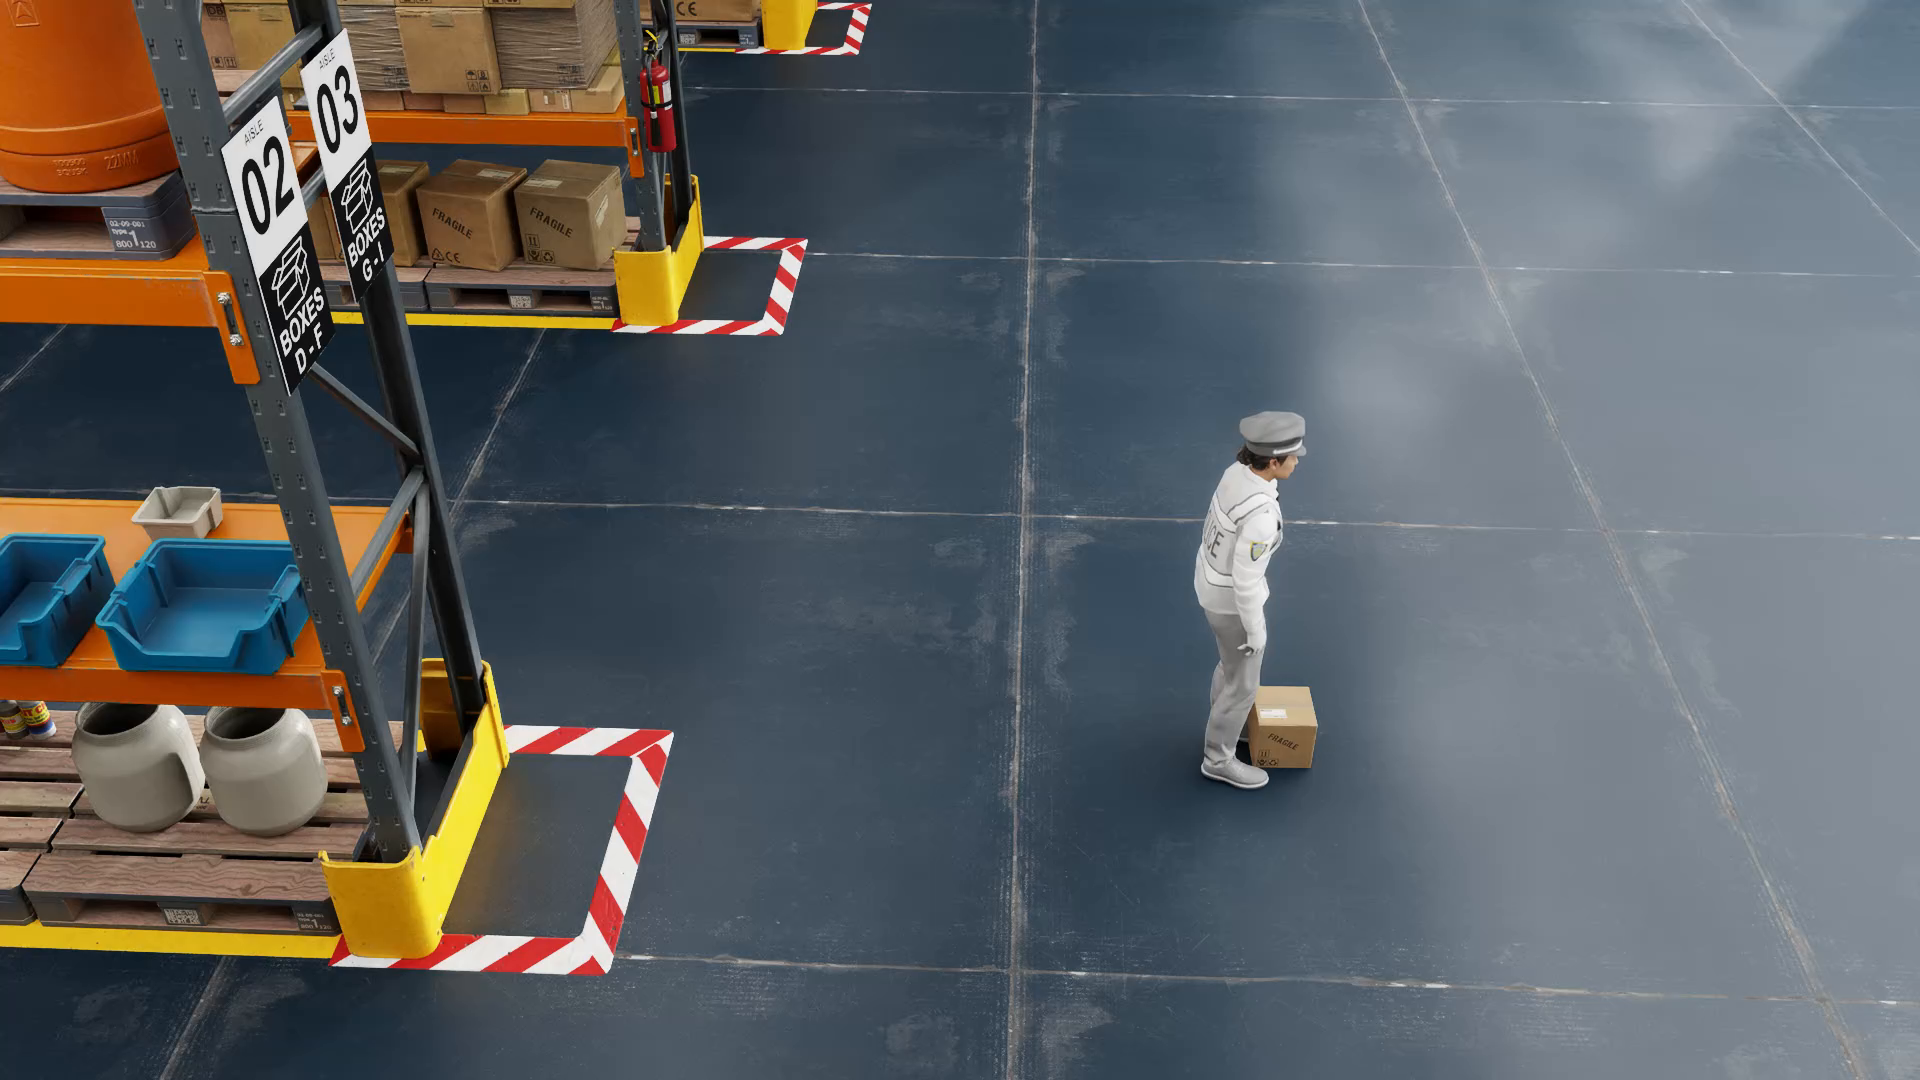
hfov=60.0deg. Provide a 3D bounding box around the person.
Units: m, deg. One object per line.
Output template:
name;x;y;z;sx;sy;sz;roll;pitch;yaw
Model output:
person;1.167;0.234;6.789;0.415;1.662;0.537;-1;36;-1
